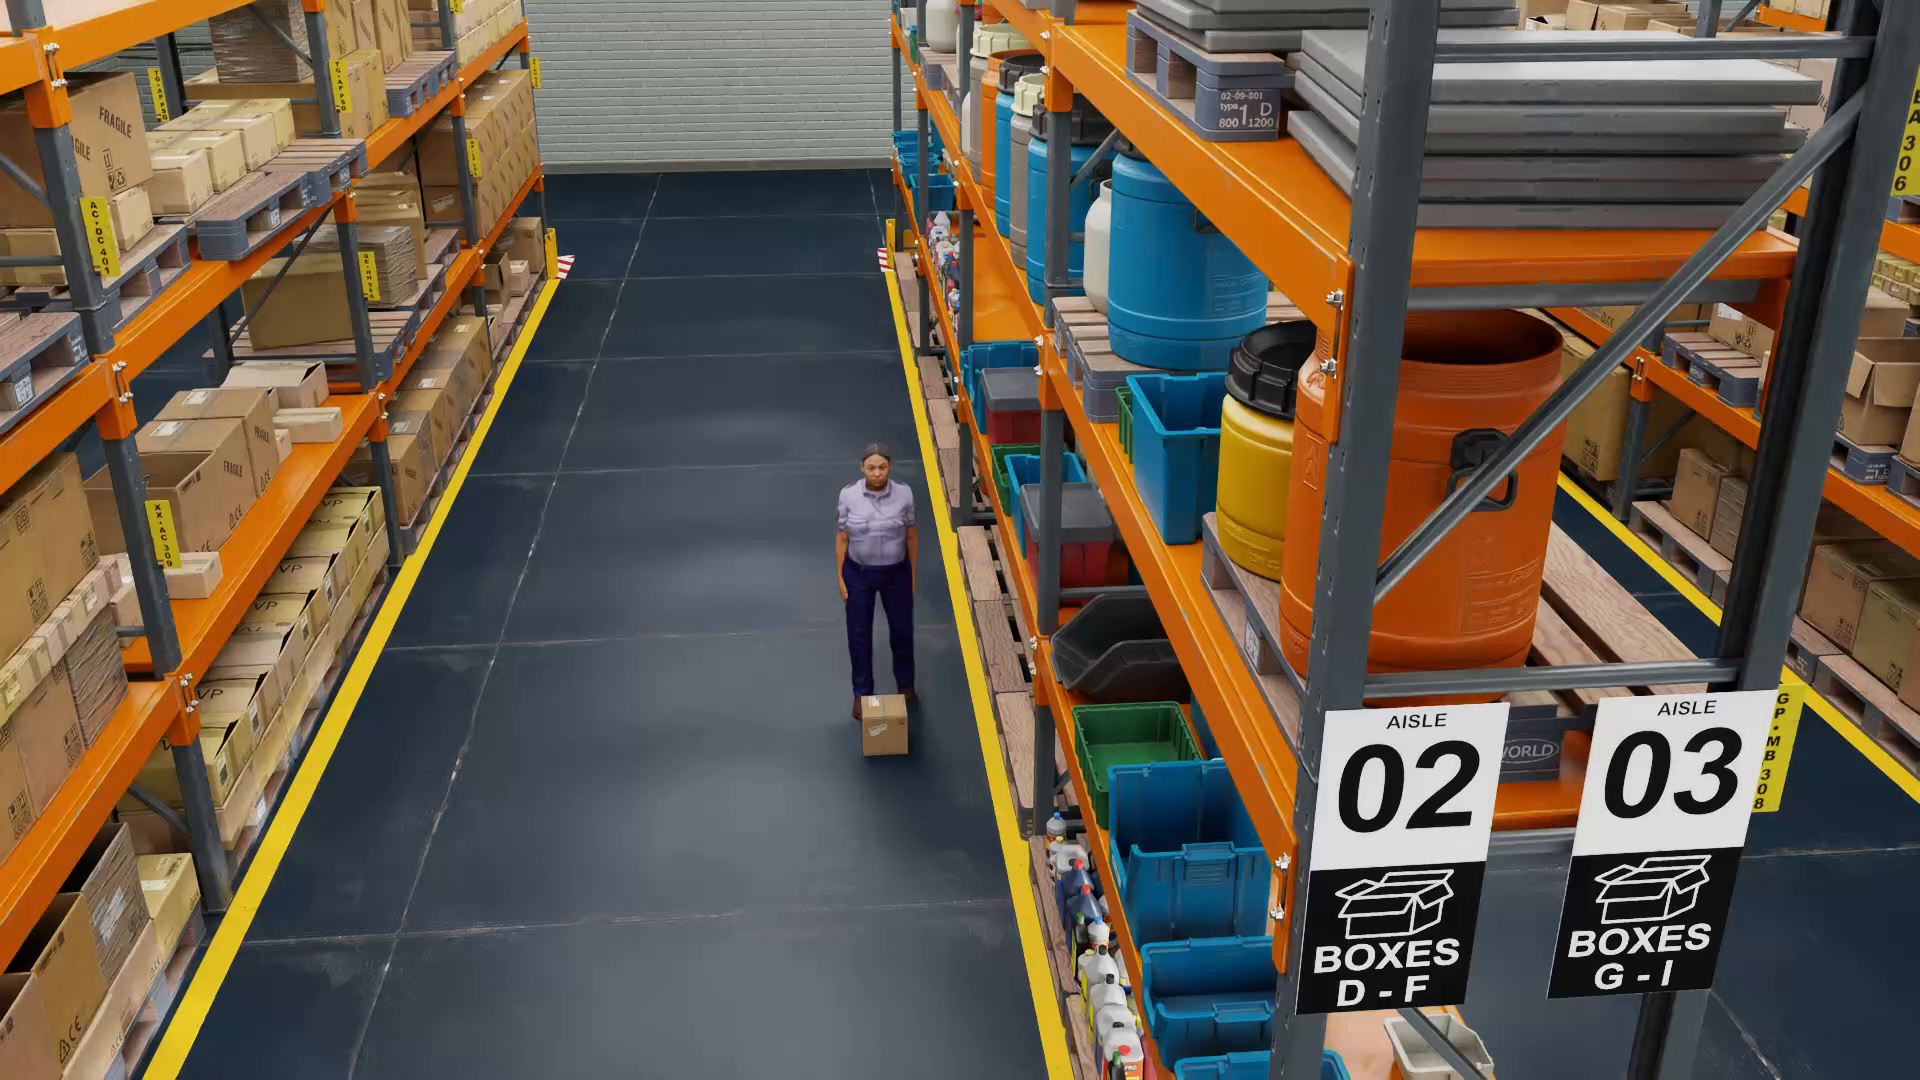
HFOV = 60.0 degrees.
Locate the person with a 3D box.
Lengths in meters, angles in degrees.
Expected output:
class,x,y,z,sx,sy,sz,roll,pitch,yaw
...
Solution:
class,x,y,z,sx,sy,sz,roll,pitch,yaw
person,-0.474,0.247,9.631,0.479,1.707,0.458,-2,24,-5
